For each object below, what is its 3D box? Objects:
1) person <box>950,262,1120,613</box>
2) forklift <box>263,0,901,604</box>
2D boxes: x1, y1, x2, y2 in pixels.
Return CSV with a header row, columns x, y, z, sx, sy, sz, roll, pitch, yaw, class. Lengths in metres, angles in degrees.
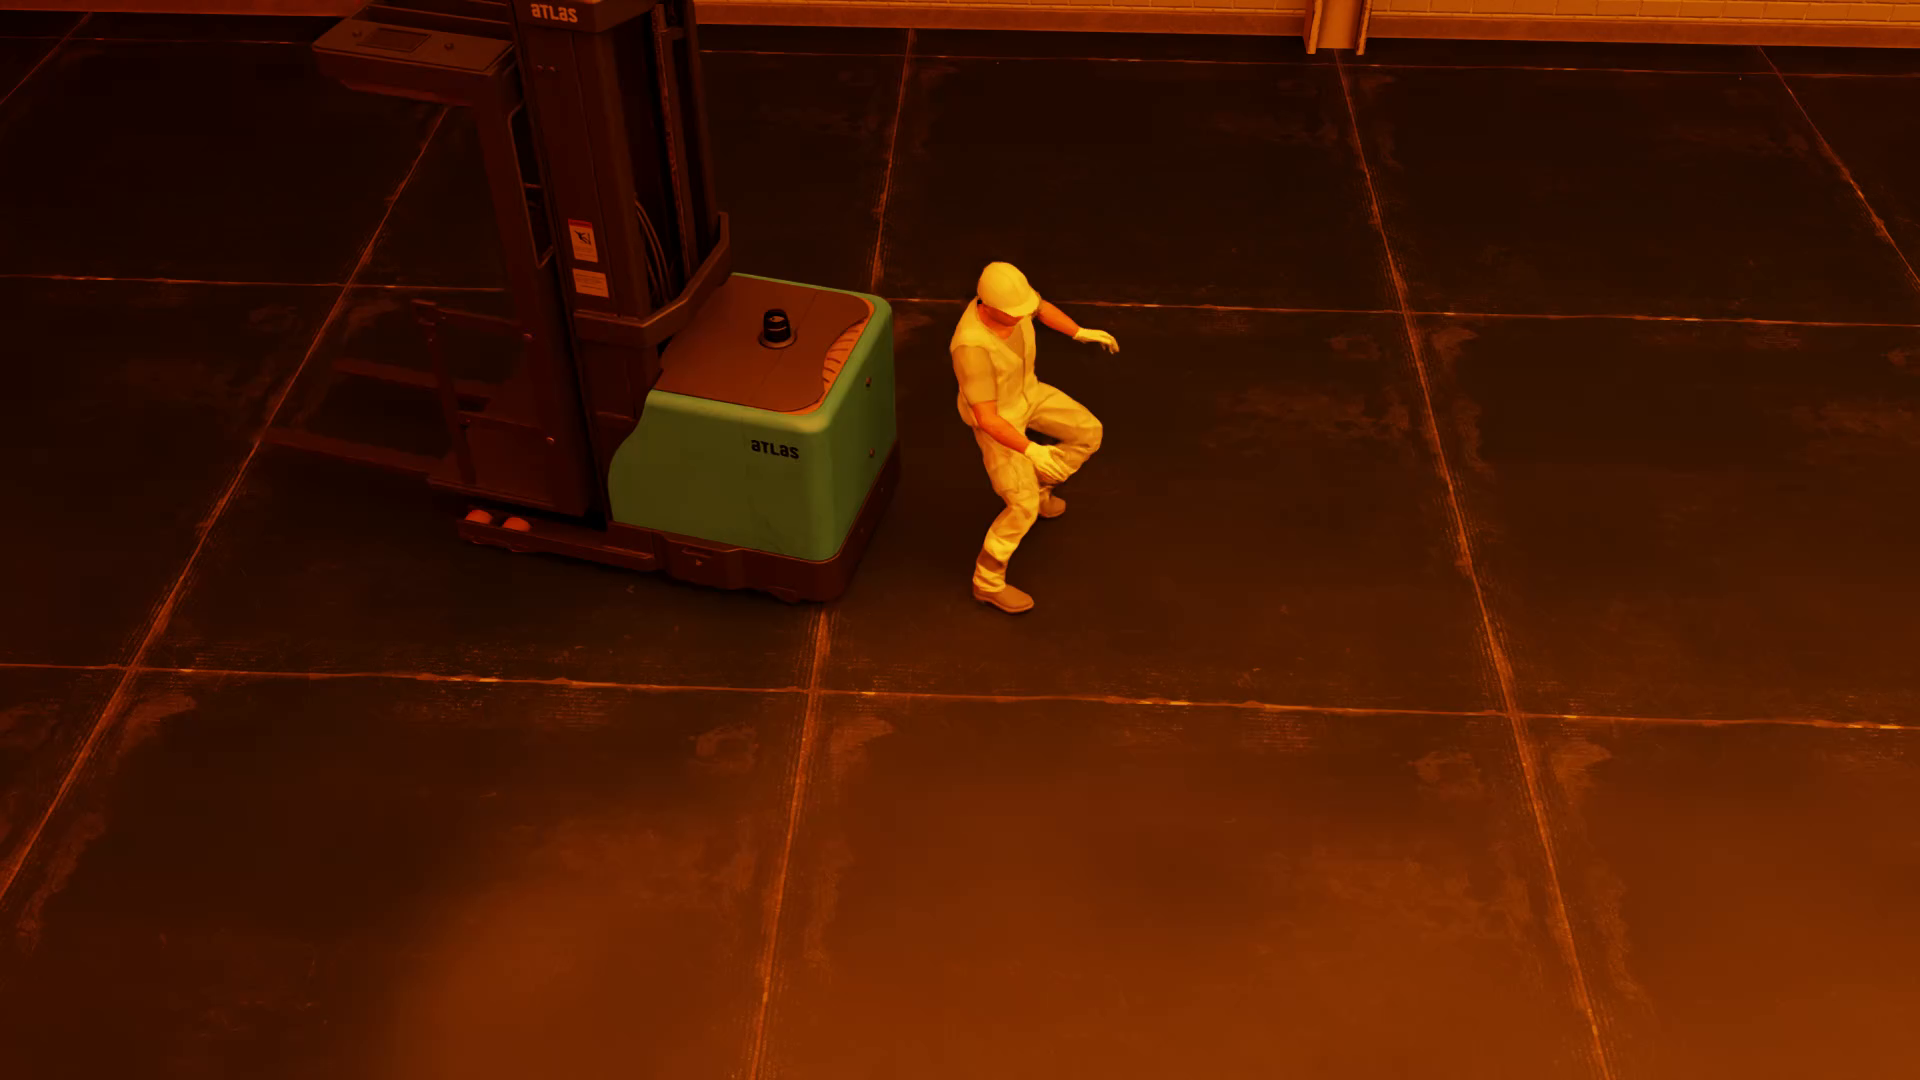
x,y,z,sx,sy,sz,roll,pitch,yaw,class
0.338,-0.562,7.353,0.716,1.595,0.925,21,47,22,person
-1.867,-1.355,7.226,3.031,2.935,1.130,11,44,12,forklift
